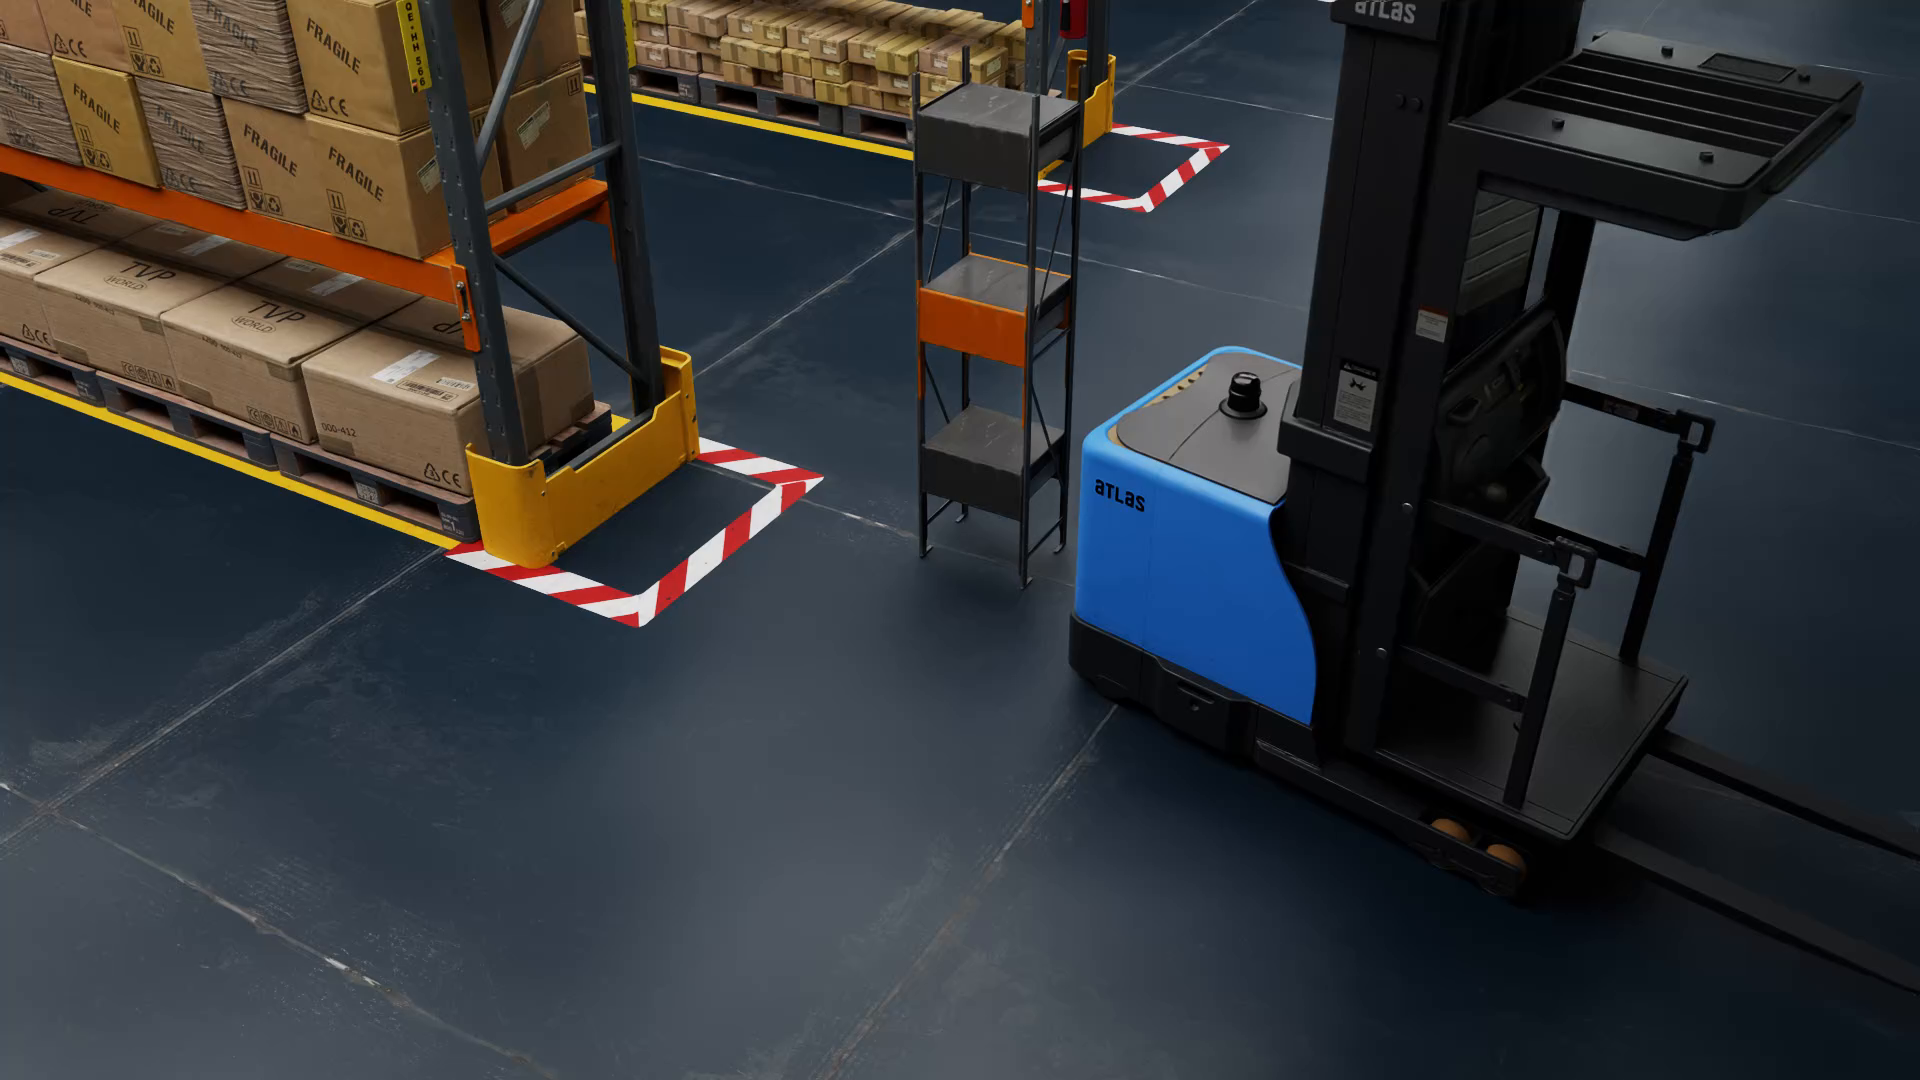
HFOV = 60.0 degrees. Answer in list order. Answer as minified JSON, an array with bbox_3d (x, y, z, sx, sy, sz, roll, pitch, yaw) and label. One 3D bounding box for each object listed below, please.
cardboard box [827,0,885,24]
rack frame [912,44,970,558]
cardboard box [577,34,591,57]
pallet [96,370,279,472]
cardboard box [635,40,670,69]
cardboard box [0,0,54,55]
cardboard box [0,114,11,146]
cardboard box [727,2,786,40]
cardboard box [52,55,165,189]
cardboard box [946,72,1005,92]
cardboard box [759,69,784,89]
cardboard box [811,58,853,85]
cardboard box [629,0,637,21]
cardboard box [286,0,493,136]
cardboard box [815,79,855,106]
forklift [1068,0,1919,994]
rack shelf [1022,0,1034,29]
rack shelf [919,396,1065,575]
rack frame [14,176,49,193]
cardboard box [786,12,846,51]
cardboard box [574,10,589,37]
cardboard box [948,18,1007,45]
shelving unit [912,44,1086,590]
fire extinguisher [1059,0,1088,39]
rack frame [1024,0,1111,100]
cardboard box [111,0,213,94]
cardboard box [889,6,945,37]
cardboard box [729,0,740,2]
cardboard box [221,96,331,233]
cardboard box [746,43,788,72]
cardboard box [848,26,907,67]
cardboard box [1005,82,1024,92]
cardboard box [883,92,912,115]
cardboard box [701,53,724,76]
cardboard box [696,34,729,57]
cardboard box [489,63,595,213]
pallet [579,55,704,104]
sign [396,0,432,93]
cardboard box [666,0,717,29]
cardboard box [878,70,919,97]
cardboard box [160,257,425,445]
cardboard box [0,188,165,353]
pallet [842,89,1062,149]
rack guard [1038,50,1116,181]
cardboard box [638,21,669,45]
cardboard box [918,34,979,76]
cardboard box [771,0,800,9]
[{"bbox_3d":[-0.736,-3.752,11.834,0.250,0.149,0.380,18,38,25],"label":"cardboard box"},{"bbox_3d":[-0.068,-0.896,6.700,0.015,2.100,0.400,18,37,24],"label":"rack frame"},{"bbox_3d":[-2.613,-3.689,12.277,0.250,0.149,0.380,16,37,22],"label":"cardboard box"},{"bbox_3d":[-3.453,-0.804,8.267,1.213,0.211,1.003,18,37,24],"label":"pallet"},{"bbox_3d":[-2.140,-3.573,12.102,0.250,0.149,0.380,17,37,24],"label":"cardboard box"},{"bbox_3d":[-3.970,-2.468,7.258,0.500,0.500,0.500,18,38,25],"label":"cardboard box"},{"bbox_3d":[-4.426,-2.192,7.746,0.500,0.500,0.500,18,38,25],"label":"cardboard box"},{"bbox_3d":[-1.424,-3.642,11.669,0.250,0.149,0.380,16,37,22],"label":"cardboard box"},{"bbox_3d":[-3.550,-1.911,7.323,0.500,0.500,0.500,19,38,26],"label":"cardboard box"},{"bbox_3d":[0.103,-2.976,10.937,0.250,0.149,0.380,17,37,23],"label":"cardboard box"},{"bbox_3d":[-1.200,-3.317,11.718,0.250,0.149,0.380,19,38,26],"label":"cardboard box"},{"bbox_3d":[-0.805,-3.254,11.355,0.250,0.149,0.380,18,38,25],"label":"cardboard box"},{"bbox_3d":[-2.364,-3.893,12.046,0.250,0.149,0.380,20,38,27],"label":"cardboard box"},{"bbox_3d":[-2.202,-1.922,6.437,0.500,0.500,0.500,19,38,26],"label":"cardboard box"},{"bbox_3d":[-0.791,-3.126,11.432,0.250,0.149,0.380,16,37,22],"label":"cardboard box"},{"bbox_3d":[1.879,-0.380,5.176,3.031,2.935,1.130,24,41,32],"label":"forklift"},{"bbox_3d":[-1.033,-4.107,11.360,4.000,0.370,1.077,18,37,24],"label":"rack shelf"},{"bbox_3d":[0.144,-0.234,6.995,0.480,0.518,0.431,18,37,24],"label":"rack shelf"},{"bbox_3d":[-5.138,-2.546,8.367,0.127,3.000,1.000,18,37,24],"label":"rack frame"},{"bbox_3d":[-0.988,-3.497,11.451,0.250,0.149,0.380,16,37,23],"label":"cardboard box"},{"bbox_3d":[-2.614,-3.814,12.197,0.250,0.149,0.380,19,38,26],"label":"cardboard box"},{"bbox_3d":[0.118,-3.417,11.332,0.250,0.149,0.380,18,38,25],"label":"cardboard box"},{"bbox_3d":[0.144,-0.828,6.600,0.503,2.100,0.431,18,37,24],"label":"shelving unit"},{"bbox_3d":[0.693,-3.377,10.021,0.183,0.674,0.296,18,37,24],"label":"fire extinguisher"},{"bbox_3d":[0.703,-3.856,10.334,0.127,3.000,1.000,18,37,24],"label":"rack frame"},{"bbox_3d":[-3.098,-2.189,6.839,0.500,0.500,0.500,17,37,24],"label":"cardboard box"},{"bbox_3d":[-0.294,-3.577,11.571,0.250,0.149,0.380,16,37,22],"label":"cardboard box"},{"bbox_3d":[-1.684,-3.994,12.198,0.250,0.149,0.380,19,38,26],"label":"cardboard box"},{"bbox_3d":[-2.644,-1.638,6.914,0.500,0.500,0.500,17,37,23],"label":"cardboard box"},{"bbox_3d":[-1.271,-3.396,11.568,0.250,0.149,0.380,18,38,25],"label":"cardboard box"},{"bbox_3d":[-0.553,-3.324,11.192,0.250,0.149,0.380,16,37,23],"label":"cardboard box"},{"bbox_3d":[0.407,-3.142,11.456,0.250,0.149,0.380,18,38,25],"label":"cardboard box"},{"bbox_3d":[-0.317,-3.025,11.279,0.250,0.149,0.380,17,37,24],"label":"cardboard box"},{"bbox_3d":[-1.644,-3.470,11.948,0.250,0.149,0.380,16,37,22],"label":"cardboard box"},{"bbox_3d":[-1.660,-3.576,11.838,0.250,0.149,0.380,19,38,27],"label":"cardboard box"},{"bbox_3d":[-1.939,-1.758,7.093,0.500,0.500,0.500,17,37,24],"label":"cardboard box"},{"bbox_3d":[-2.169,-3.628,12.507,1.213,0.211,1.003,18,37,24],"label":"pallet"},{"bbox_3d":[-1.947,-1.769,5.942,0.005,0.325,0.100,18,37,24],"label":"sign"},{"bbox_3d":[-1.882,-3.786,11.886,0.250,0.149,0.380,17,37,23],"label":"cardboard box"},{"bbox_3d":[-0.349,-3.118,11.151,0.250,0.149,0.380,16,37,23],"label":"cardboard box"},{"bbox_3d":[-3.087,-0.935,7.881,0.875,0.438,0.875,19,38,26],"label":"cardboard box"},{"bbox_3d":[-4.646,-1.430,8.624,0.875,0.438,0.875,17,37,24],"label":"cardboard box"},{"bbox_3d":[-0.051,-2.957,11.500,1.213,0.211,1.003,18,37,24],"label":"pallet"},{"bbox_3d":[0.637,-2.836,11.058,0.348,0.500,1.175,18,37,24],"label":"rack guard"},{"bbox_3d":[-2.120,-3.738,12.082,0.250,0.149,0.380,17,37,24],"label":"cardboard box"},{"bbox_3d":[-0.072,-3.212,11.024,0.250,0.149,0.380,18,38,25],"label":"cardboard box"},{"bbox_3d":[-1.163,-3.896,12.051,0.250,0.149,0.380,16,37,23],"label":"cardboard box"}]
